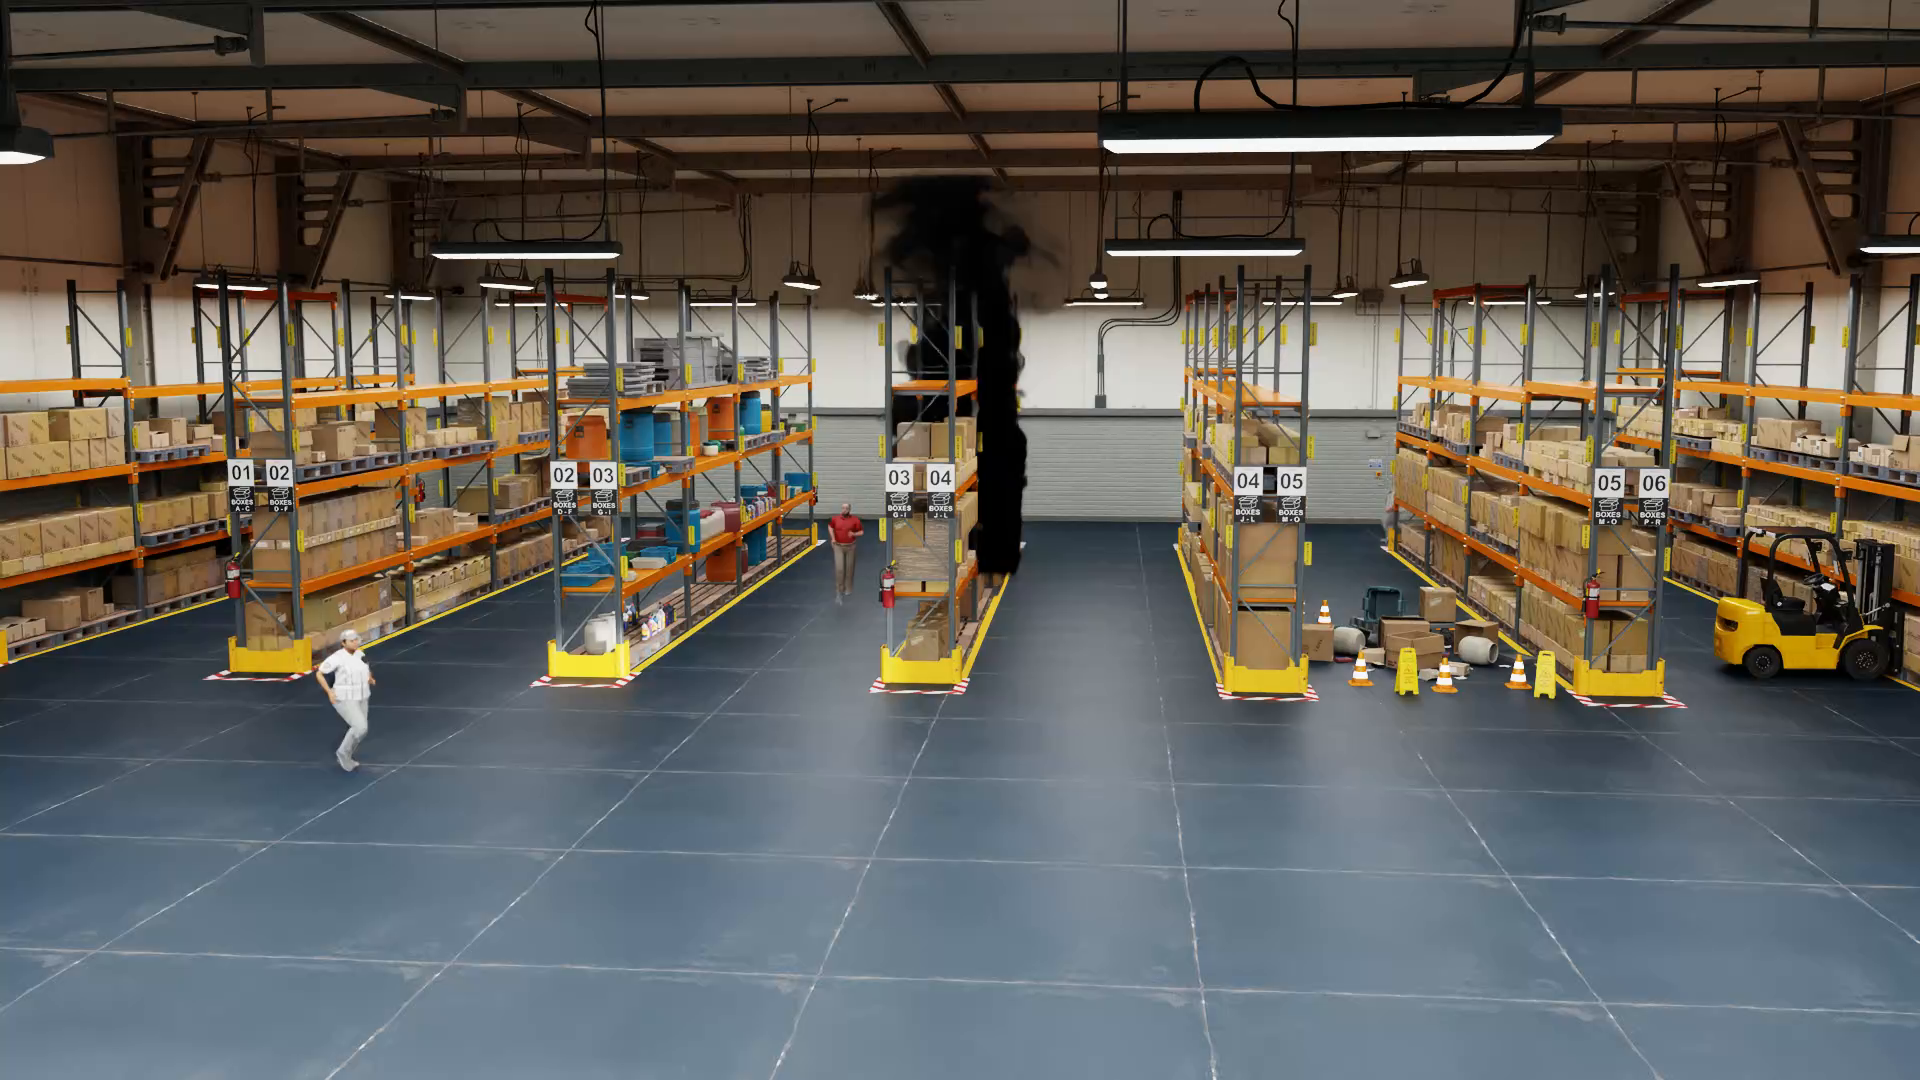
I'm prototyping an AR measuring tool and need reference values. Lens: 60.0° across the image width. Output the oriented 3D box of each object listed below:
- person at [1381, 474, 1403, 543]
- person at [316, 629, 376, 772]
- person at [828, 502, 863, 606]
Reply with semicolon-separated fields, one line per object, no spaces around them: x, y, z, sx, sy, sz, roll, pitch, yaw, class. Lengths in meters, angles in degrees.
10.574;-0.753;40.456;0.739;1.708;0.701;4;8;28;person
-7.022;1.852;19.240;0.642;1.640;0.586;3;8;24;person
-2.066;0.231;30.085;0.642;1.837;0.779;0;7;-2;person
